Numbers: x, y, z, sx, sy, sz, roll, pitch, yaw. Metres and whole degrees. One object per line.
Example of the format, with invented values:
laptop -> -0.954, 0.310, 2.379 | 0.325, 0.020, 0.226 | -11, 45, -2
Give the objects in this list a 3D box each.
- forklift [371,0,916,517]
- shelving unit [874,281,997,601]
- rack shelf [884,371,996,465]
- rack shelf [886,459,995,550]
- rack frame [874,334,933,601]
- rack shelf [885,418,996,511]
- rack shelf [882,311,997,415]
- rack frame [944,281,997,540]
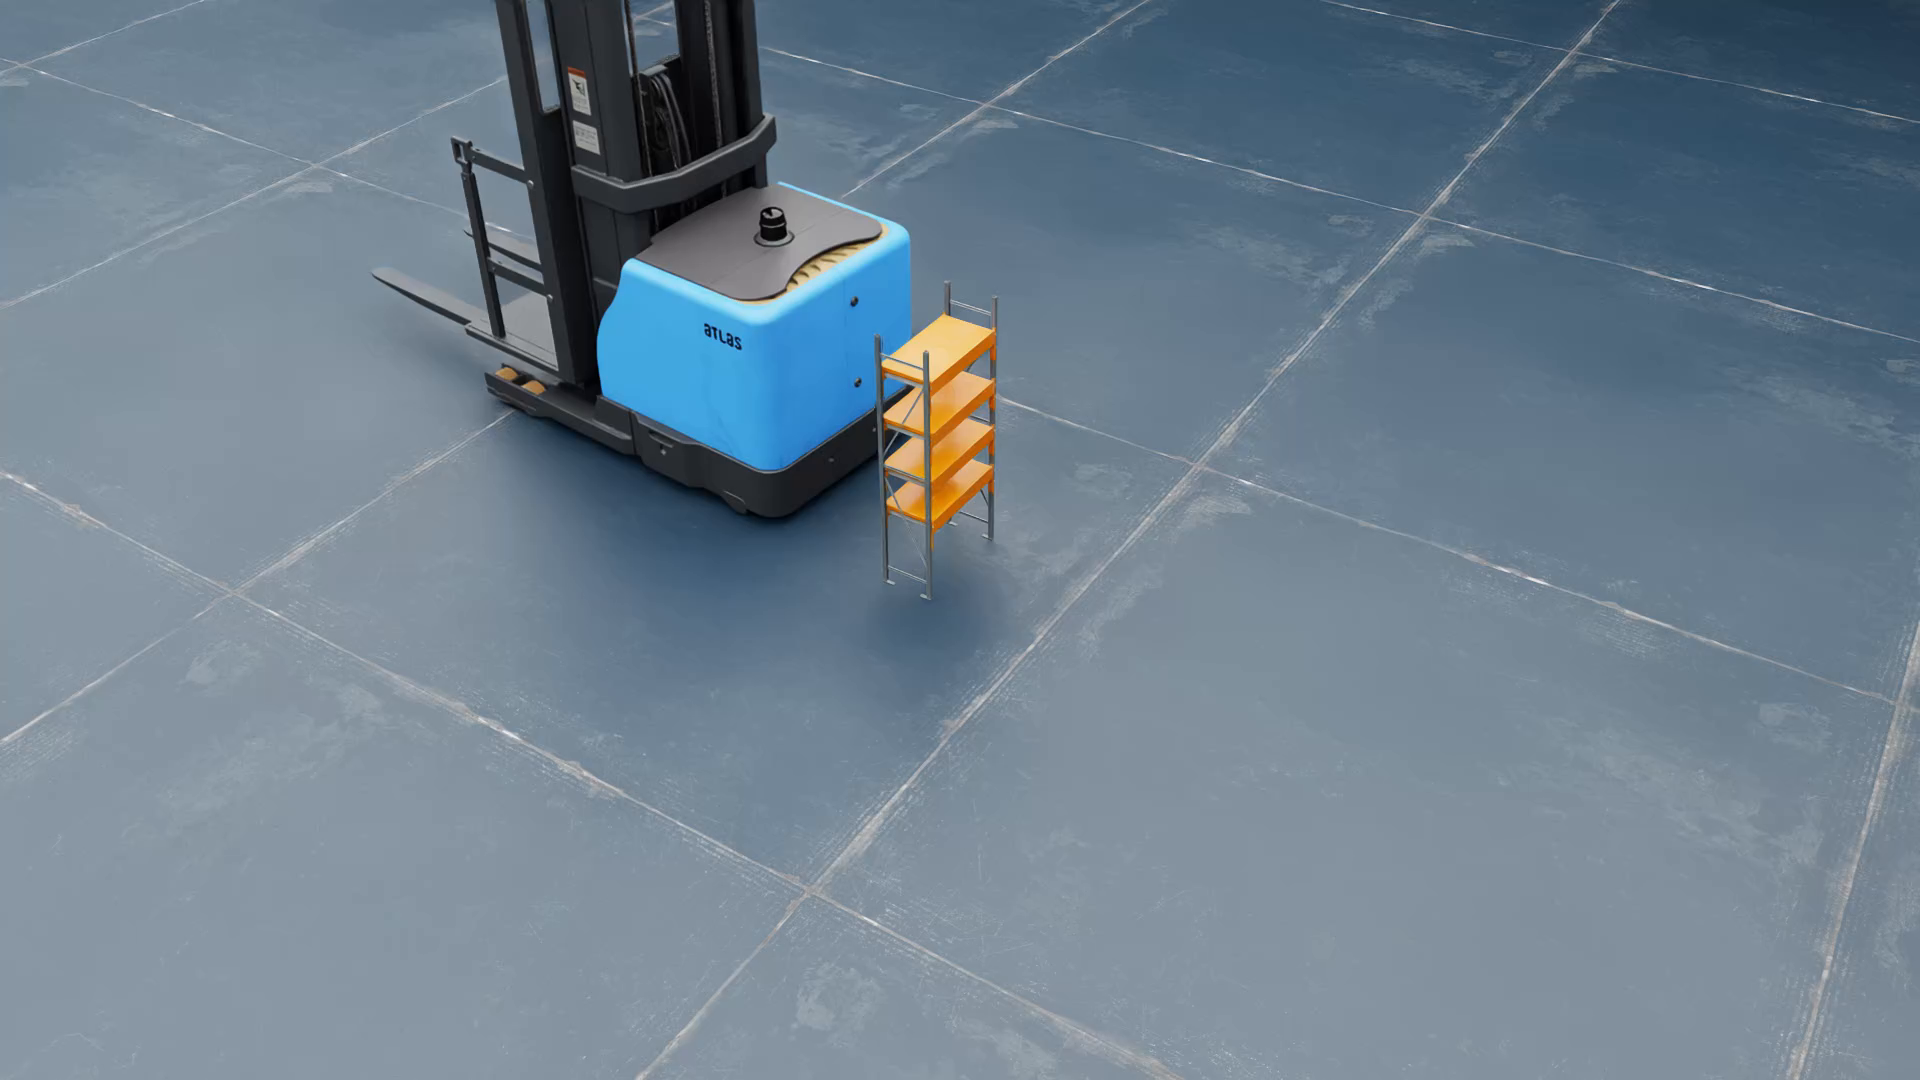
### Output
forklift -> -1.683, -1.991, 7.432 | 3.031, 2.935, 1.130 | 25, 44, 29
shelving unit -> -0.089, -0.390, 6.773 | 0.258, 1.200, 0.503 | 21, 42, 25
rack shelf -> -0.089, -0.514, 6.677 | 0.258, 0.148, 0.480 | 21, 42, 25
rack shelf -> -0.089, -0.179, 6.935 | 0.258, 0.148, 0.480 | 21, 42, 25
rack frame -> -0.219, -0.264, 6.610 | 0.240, 1.200, 0.015 | 21, 42, 25
rack shelf -> -0.089, -0.337, 6.814 | 0.258, 0.148, 0.480 | 21, 42, 25
rack shelf -> -0.089, -0.701, 6.533 | 0.258, 0.148, 0.480 | 21, 42, 25
rack frame -> 0.042, -0.516, 6.936 | 0.240, 1.200, 0.015 | 21, 42, 25
